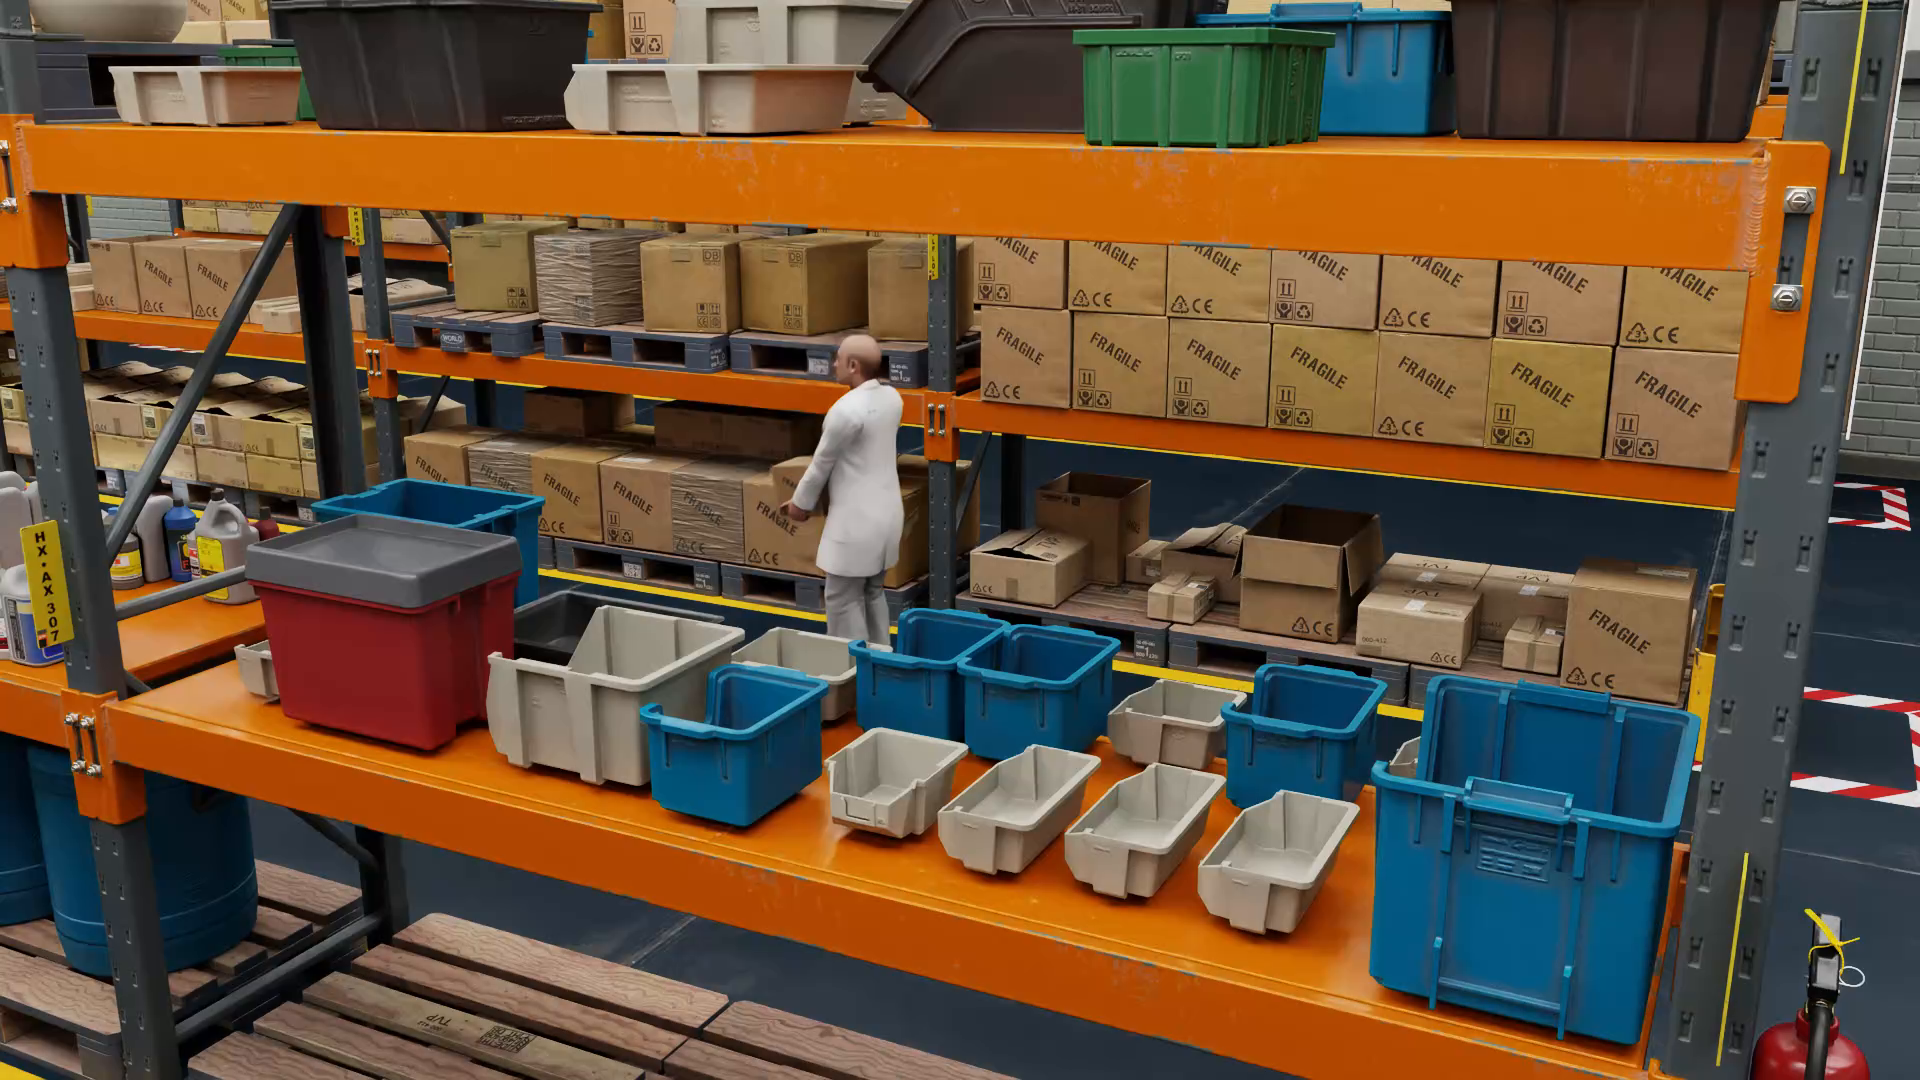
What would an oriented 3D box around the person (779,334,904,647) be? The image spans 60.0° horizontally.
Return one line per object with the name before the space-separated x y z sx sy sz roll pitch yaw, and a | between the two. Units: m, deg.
person | -0.558 -0.103 7.930 0.558 1.780 0.523 7 17 25
